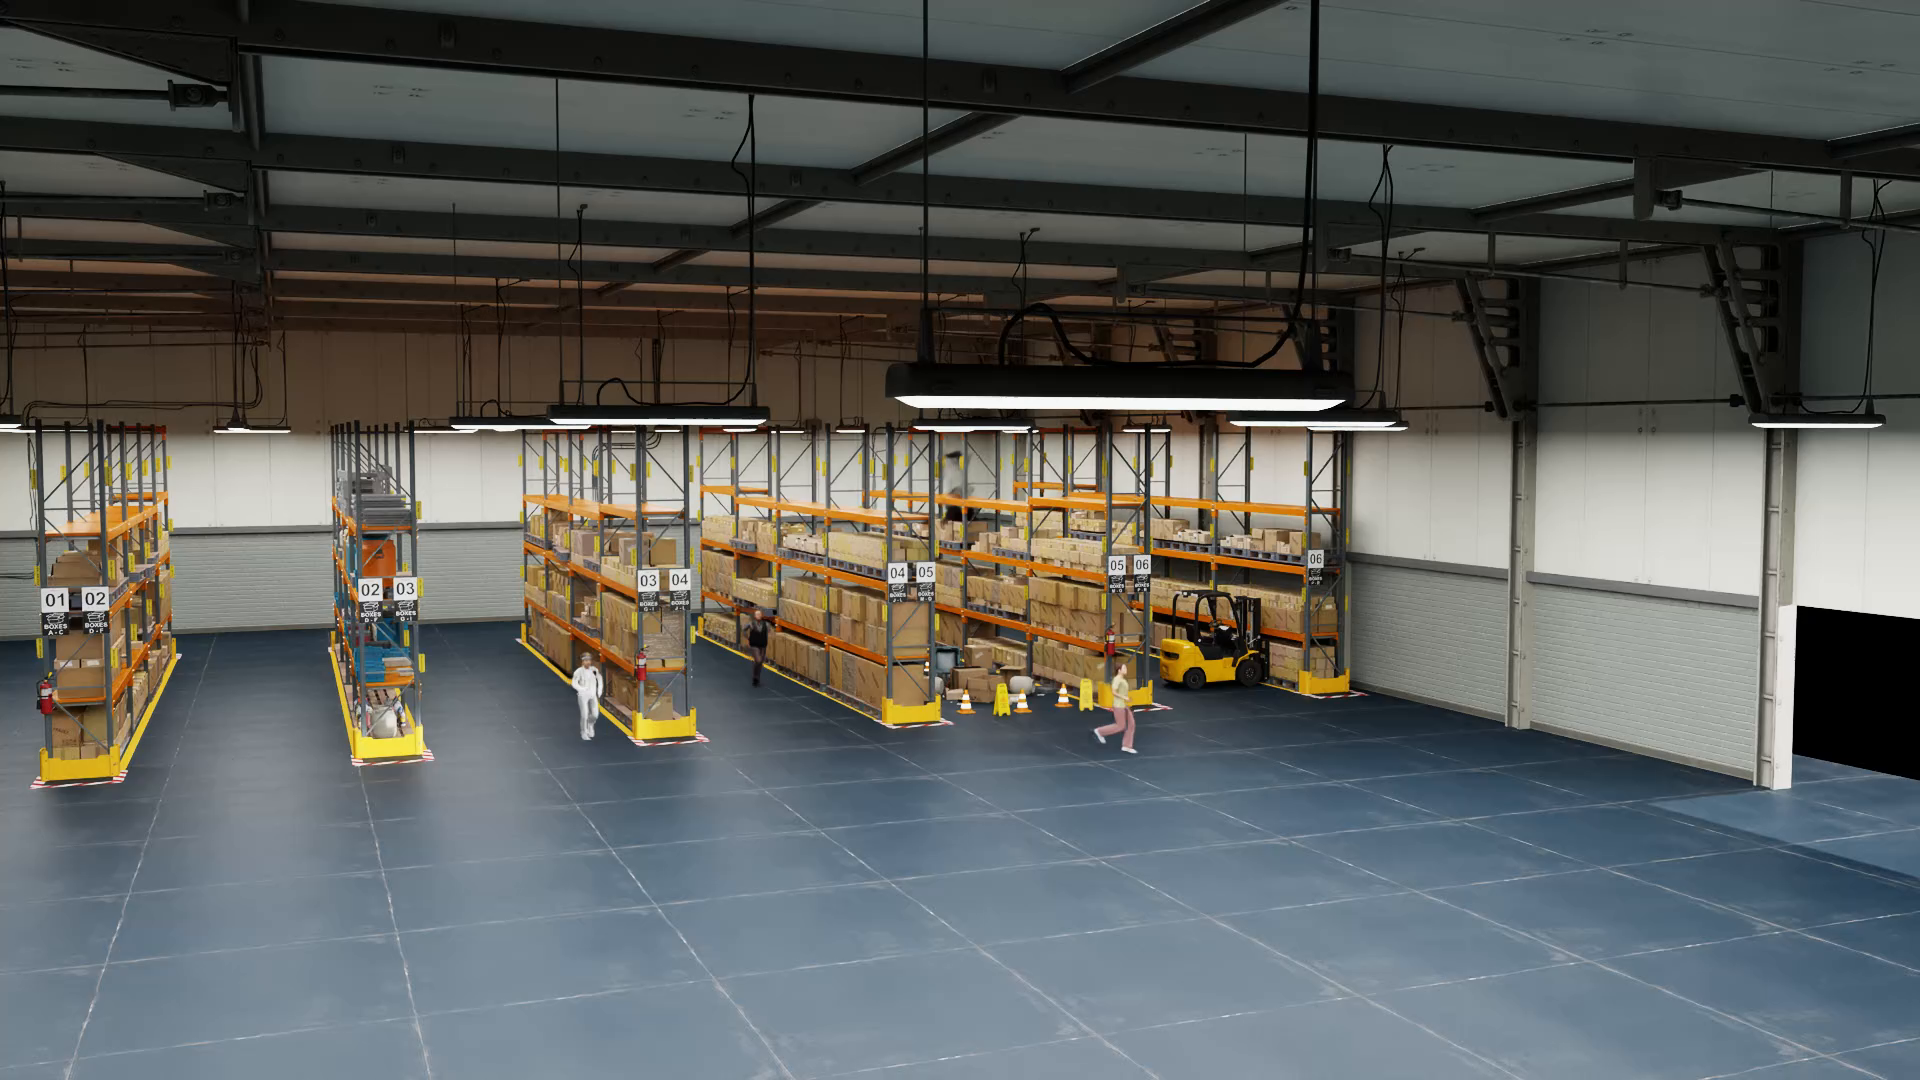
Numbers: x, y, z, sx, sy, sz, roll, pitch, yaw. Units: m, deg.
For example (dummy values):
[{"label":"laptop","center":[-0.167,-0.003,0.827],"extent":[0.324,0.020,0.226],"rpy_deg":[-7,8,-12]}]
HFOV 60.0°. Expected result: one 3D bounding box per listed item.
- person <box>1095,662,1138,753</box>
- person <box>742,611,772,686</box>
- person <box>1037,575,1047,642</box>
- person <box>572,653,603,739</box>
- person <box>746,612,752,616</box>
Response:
[{"label":"person","center":[2.849,3.036,30.168],"extent":[0.797,1.666,0.589],"rpy_deg":[1,4,18]},{"label":"person","center":[-4.636,2.494,38.237],"extent":[0.658,1.758,0.801],"rpy_deg":[-2,4,-27]},{"label":"person","center":[2.164,1.841,43.501],"extent":[0.725,1.811,0.919],"rpy_deg":[-1,4,-22]},{"label":"person","center":[-6.970,2.934,31.250],"extent":[0.638,1.654,0.571],"rpy_deg":[-2,4,-30]},{"label":"person","center":[-6.171,1.883,49.591],"extent":[0.856,1.493,0.602],"rpy_deg":[-1,4,-16]}]
